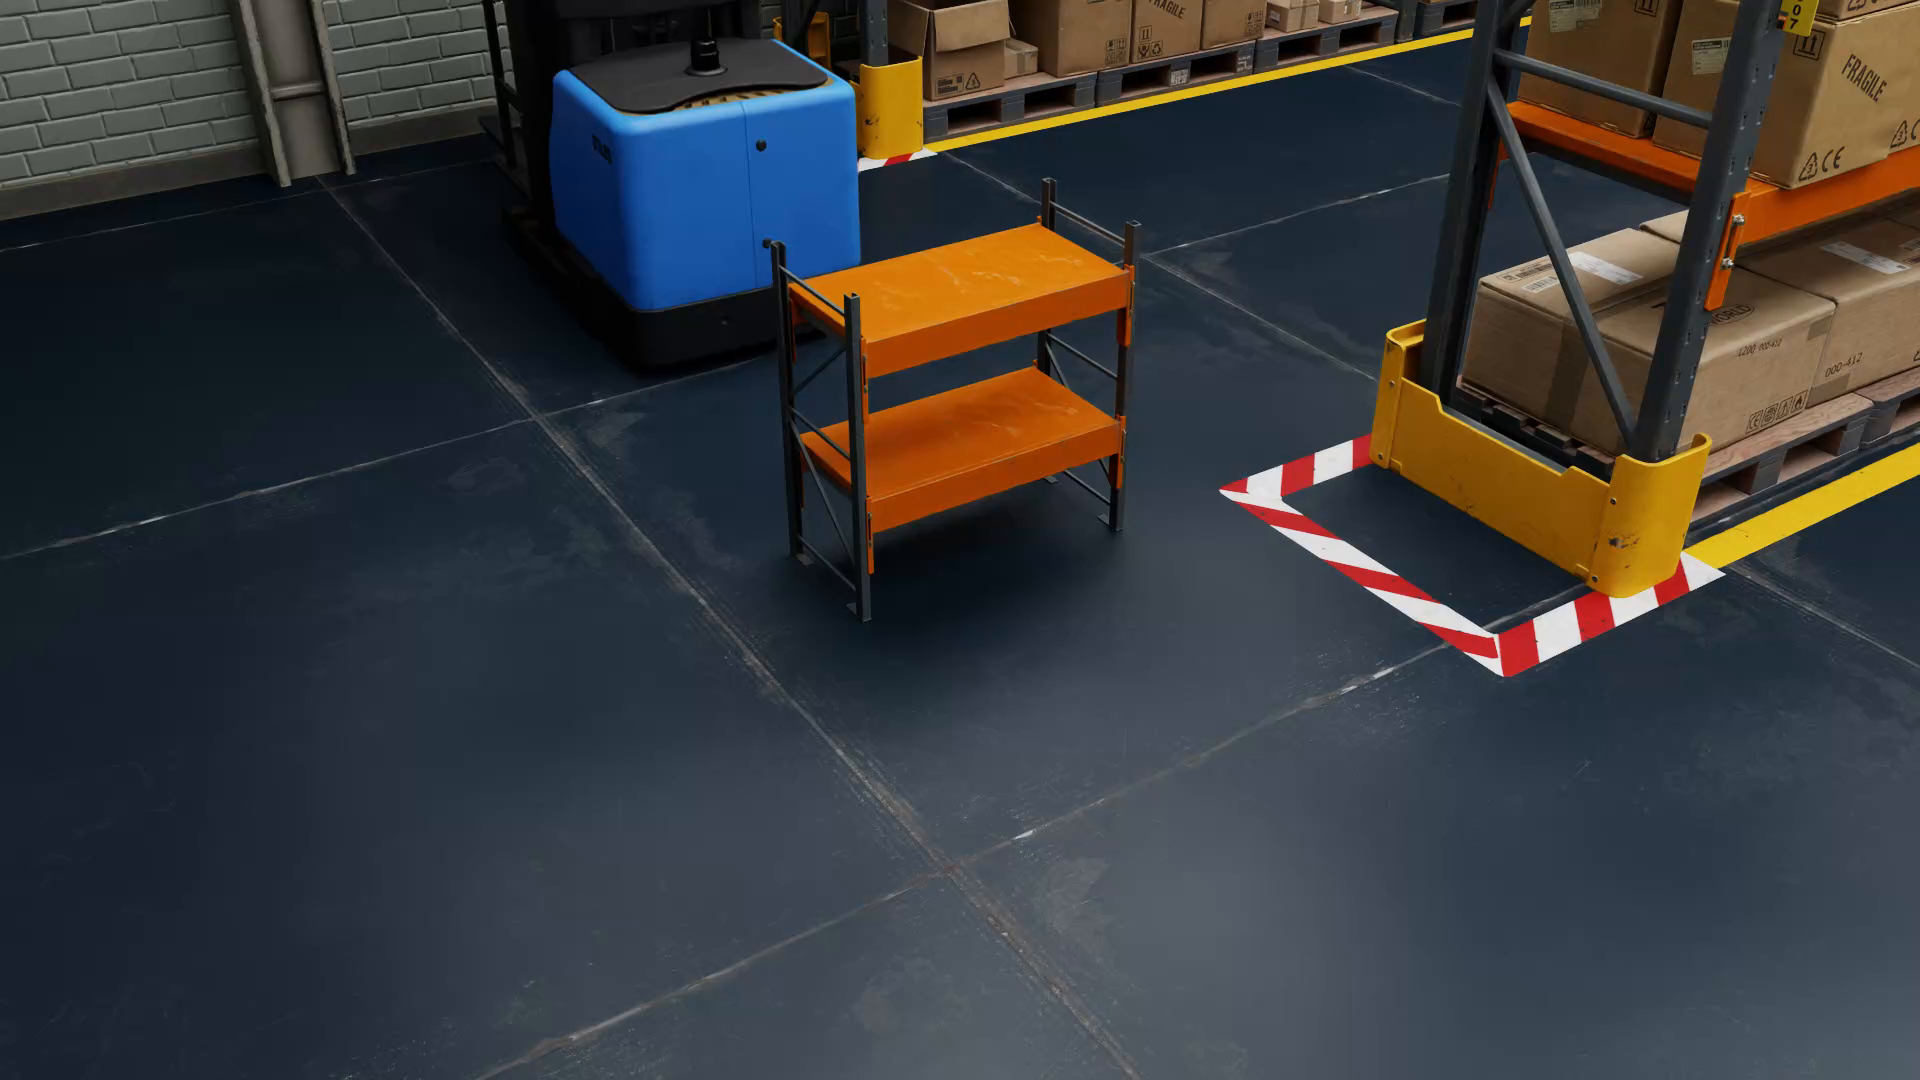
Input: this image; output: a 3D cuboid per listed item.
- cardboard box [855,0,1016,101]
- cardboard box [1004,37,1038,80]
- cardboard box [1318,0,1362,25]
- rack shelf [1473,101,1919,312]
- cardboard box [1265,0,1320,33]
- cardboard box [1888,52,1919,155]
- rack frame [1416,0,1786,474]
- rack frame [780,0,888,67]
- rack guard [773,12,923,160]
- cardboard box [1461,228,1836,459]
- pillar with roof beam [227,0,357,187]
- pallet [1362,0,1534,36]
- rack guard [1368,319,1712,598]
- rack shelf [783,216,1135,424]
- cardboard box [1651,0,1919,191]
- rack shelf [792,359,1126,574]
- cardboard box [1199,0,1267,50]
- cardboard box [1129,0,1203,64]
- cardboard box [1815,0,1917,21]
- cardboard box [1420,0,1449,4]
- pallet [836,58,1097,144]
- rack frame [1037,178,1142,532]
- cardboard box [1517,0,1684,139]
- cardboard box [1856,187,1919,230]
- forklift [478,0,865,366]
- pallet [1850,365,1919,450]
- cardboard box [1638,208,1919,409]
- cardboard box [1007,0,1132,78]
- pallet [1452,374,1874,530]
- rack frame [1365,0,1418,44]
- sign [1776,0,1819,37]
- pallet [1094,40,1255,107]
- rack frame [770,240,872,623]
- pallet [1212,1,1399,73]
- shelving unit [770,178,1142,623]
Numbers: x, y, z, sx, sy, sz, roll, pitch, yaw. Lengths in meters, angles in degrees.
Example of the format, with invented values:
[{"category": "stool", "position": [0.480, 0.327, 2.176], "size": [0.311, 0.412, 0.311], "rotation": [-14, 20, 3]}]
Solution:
[{"category": "cardboard box", "position": [-0.137, -2.863, 9.424], "size": [0.637, 0.503, 0.797], "rotation": [-21, 38, -29]}, {"category": "cardboard box", "position": [0.241, -2.819, 9.686], "size": [0.250, 0.149, 0.380], "rotation": [-21, 38, -29]}, {"category": "cardboard box", "position": [2.351, -3.443, 10.675], "size": [0.250, 0.149, 0.380], "rotation": [-20, 37, -29]}, {"category": "rack shelf", "position": [3.671, -1.656, 6.239], "size": [4.000, 0.370, 1.077], "rotation": [-19, 37, -27]}, {"category": "cardboard box", "position": [2.051, -3.389, 10.480], "size": [0.258, 0.266, 0.396], "rotation": [-18, 36, -26]}, {"category": "cardboard box", "position": [2.959, -1.594, 5.371], "size": [0.500, 0.500, 0.500], "rotation": [-20, 37, -28]}, {"category": "rack frame", "position": [1.990, -1.383, 5.130], "size": [0.127, 3.000, 1.000], "rotation": [-19, 37, -27]}, {"category": "rack frame", "position": [-0.702, -3.607, 8.657], "size": [0.127, 3.000, 1.000], "rotation": [-19, 37, -27]}, {"category": "rack guard", "position": [-0.638, -2.572, 9.359], "size": [0.348, 0.500, 1.175], "rotation": [-19, 37, -27]}, {"category": "cardboard box", "position": [2.491, -0.712, 6.075], "size": [0.875, 0.438, 0.875], "rotation": [-20, 38, -29]}, {"category": "pillar with roof beam", "position": [-1.124, -3.839, 3.401], "size": [0.400, 9.000, 9.100], "rotation": [-19, 37, -27]}, {"category": "pallet", "position": [3.323, -3.836, 11.634], "size": [1.213, 0.211, 1.003], "rotation": [-19, 37, -27]}, {"category": "rack guard", "position": [1.970, -0.318, 5.786], "size": [0.348, 0.500, 1.175], "rotation": [-19, 37, -27]}, {"category": "rack shelf", "position": [-0.006, -0.721, 5.291], "size": [1.000, 0.278, 0.538], "rotation": [-19, 37, -27]}, {"category": "cardboard box", "position": [2.549, -1.435, 5.119], "size": [0.500, 0.500, 0.500], "rotation": [-19, 37, -28]}, {"category": "rack shelf", "position": [-0.006, -0.267, 5.577], "size": [1.000, 0.278, 0.538], "rotation": [-19, 37, -27]}, {"category": "cardboard box", "position": [1.475, -3.392, 10.265], "size": [0.500, 0.500, 0.700], "rotation": [-20, 38, -29]}, {"category": "cardboard box", "position": [1.101, -3.200, 9.960], "size": [0.500, 0.500, 0.500], "rotation": [-18, 37, -26]}, {"category": "cardboard box", "position": [2.548, -1.859, 4.854], "size": [0.500, 0.500, 0.500], "rotation": [-20, 37, -28]}, {"category": "cardboard box", "position": [3.188, -3.923, 11.107], "size": [0.500, 0.500, 0.500], "rotation": [-17, 36, -25]}, {"category": "pallet", "position": [0.031, -2.681, 9.802], "size": [1.213, 0.211, 1.003], "rotation": [-19, 37, -27]}, {"category": "rack frame", "position": [0.422, -0.621, 5.680], "size": [0.032, 1.125, 0.500], "rotation": [-19, 37, -27]}, {"category": "cardboard box", "position": [2.252, -1.683, 5.513], "size": [0.500, 0.500, 0.500], "rotation": [-19, 37, -27]}, {"category": "cardboard box", "position": [4.014, -1.240, 6.913], "size": [0.875, 0.438, 0.875], "rotation": [-20, 37, -29]}, {"category": "forklift", "position": [-1.558, -2.704, 7.289], "size": [1.130, 2.935, 3.031], "rotation": [-16, 36, -24]}, {"category": "pallet", "position": [3.644, -0.820, 6.852], "size": [1.213, 0.211, 1.003], "rotation": [-19, 37, -27]}, {"category": "cardboard box", "position": [3.256, -0.980, 6.501], "size": [0.875, 0.438, 0.875], "rotation": [-18, 36, -26]}, {"category": "cardboard box", "position": [0.603, -3.092, 9.789], "size": [0.500, 0.500, 0.700], "rotation": [-17, 36, -25]}, {"category": "pallet", "position": [2.620, -0.469, 6.296], "size": [1.213, 0.211, 1.003], "rotation": [-19, 37, -27]}, {"category": "rack frame", "position": [2.660, -4.764, 10.490], "size": [0.127, 3.000, 1.000], "rotation": [-19, 37, -27]}, {"category": "sign", "position": [2.286, -1.532, 4.481], "size": [0.005, 0.325, 0.100], "rotation": [-19, 37, -27]}, {"category": "pallet", "position": [1.056, -3.031, 10.358], "size": [1.213, 0.211, 1.003], "rotation": [-19, 37, -27]}, {"category": "rack frame", "position": [-0.433, -0.327, 5.214], "size": [0.032, 1.125, 0.500], "rotation": [-19, 37, -27]}, {"category": "pallet", "position": [2.082, -3.386, 10.920], "size": [1.213, 0.211, 1.003], "rotation": [-19, 37, -27]}, {"category": "shelving unit", "position": [-0.006, -0.474, 5.447], "size": [1.048, 1.125, 0.538], "rotation": [-19, 37, -27]}]
